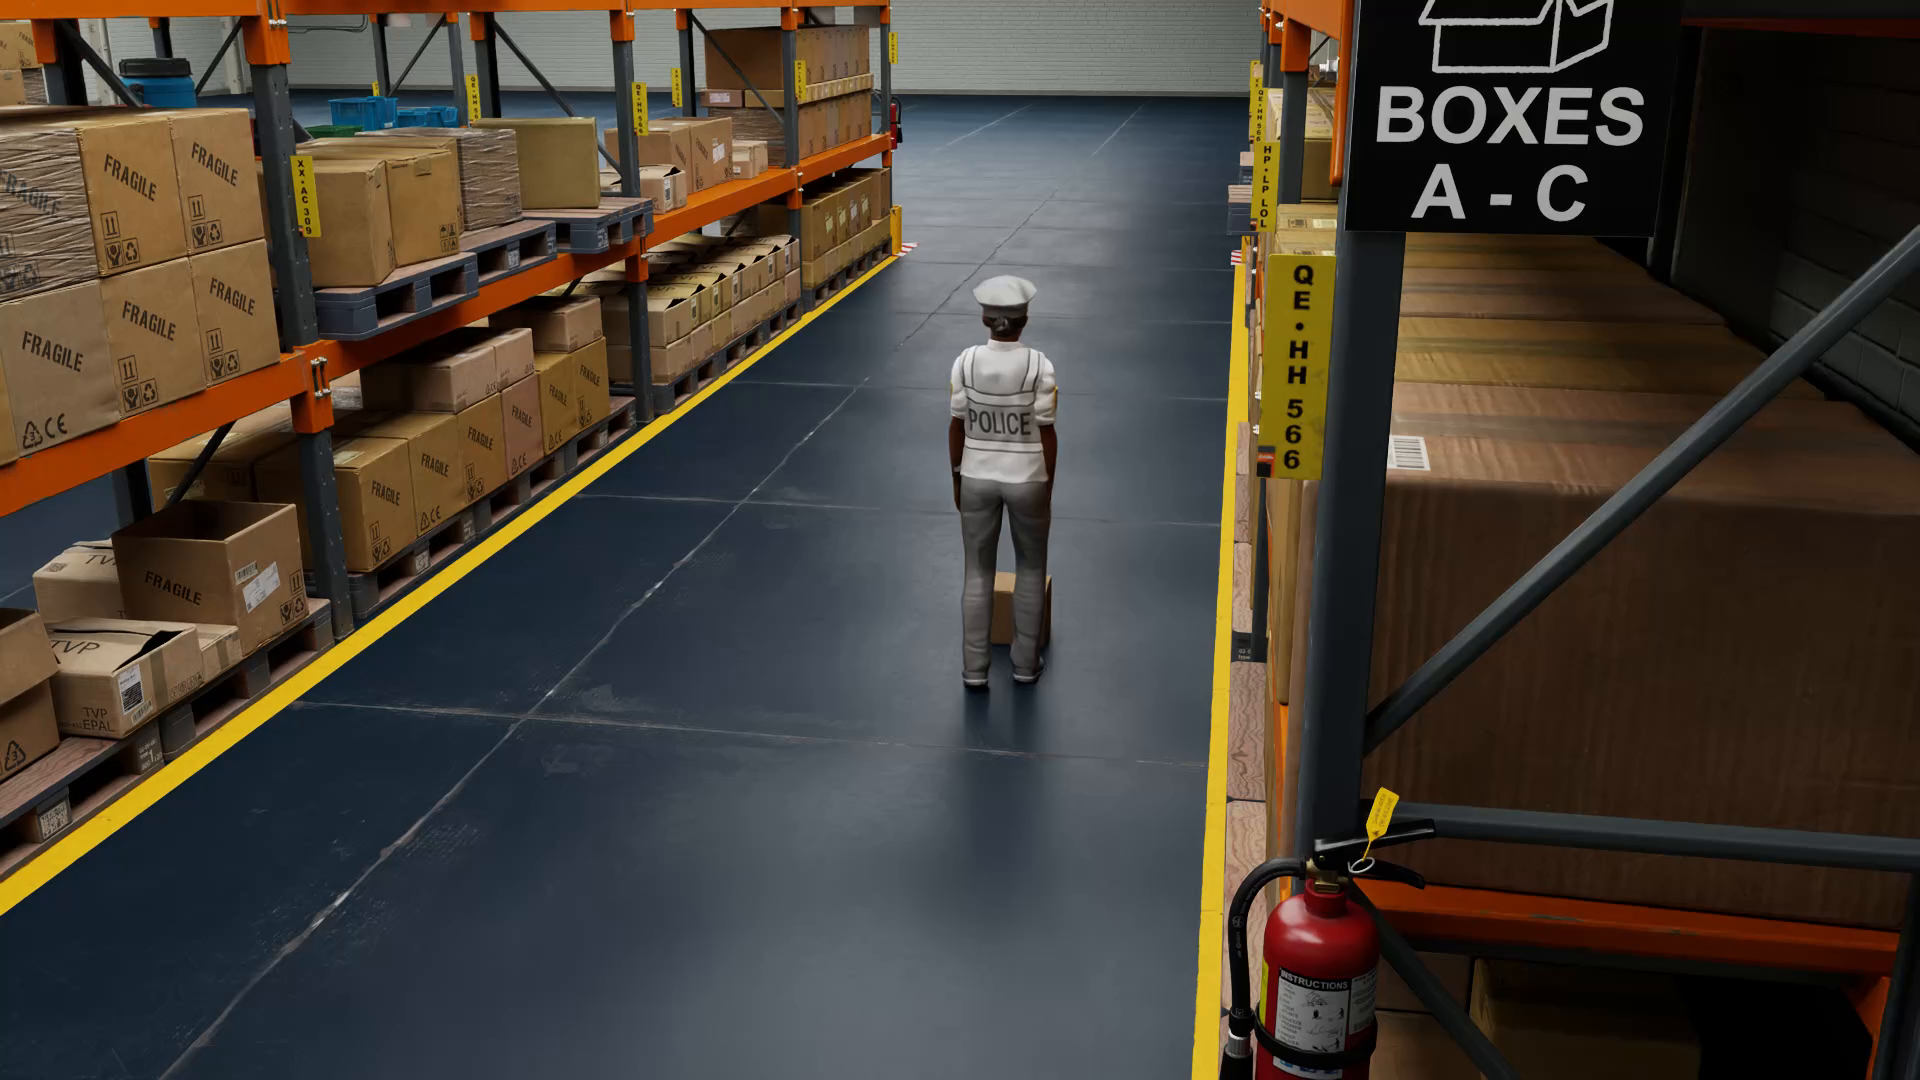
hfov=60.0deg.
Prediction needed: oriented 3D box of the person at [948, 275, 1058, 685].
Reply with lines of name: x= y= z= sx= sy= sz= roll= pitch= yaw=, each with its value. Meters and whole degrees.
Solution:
person: x=0.174 y=-0.213 z=6.734 sx=0.445 sy=1.700 sz=0.386 roll=3 pitch=18 yaw=10
